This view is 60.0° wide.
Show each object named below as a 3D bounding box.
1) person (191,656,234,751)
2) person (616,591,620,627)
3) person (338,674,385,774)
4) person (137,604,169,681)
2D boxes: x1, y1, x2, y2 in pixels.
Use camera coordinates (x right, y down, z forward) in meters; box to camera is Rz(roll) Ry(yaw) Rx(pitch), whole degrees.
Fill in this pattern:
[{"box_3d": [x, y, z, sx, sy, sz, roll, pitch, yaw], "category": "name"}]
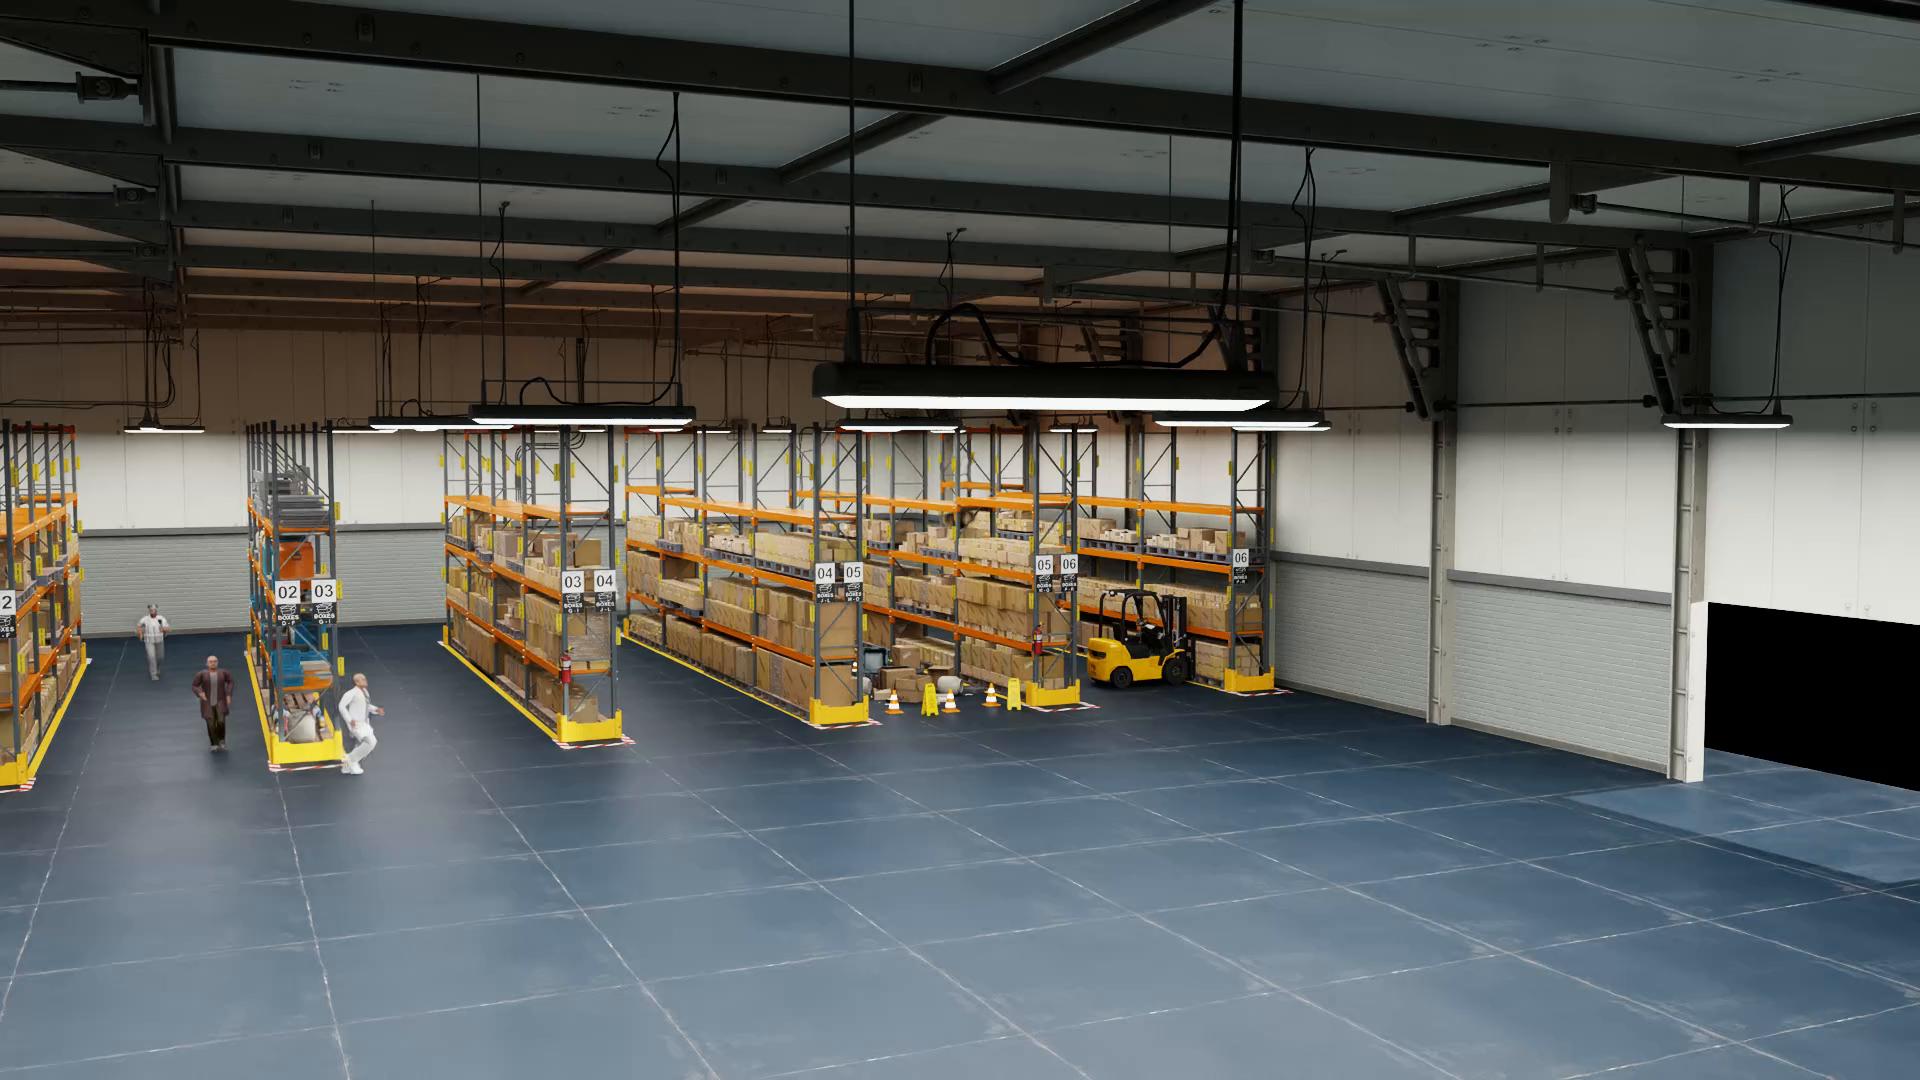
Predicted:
[{"box_3d": [-13.502, 2.967, 30.068, 0.714, 1.742, 0.635, -2, 4, -25], "category": "person"}, {"box_3d": [-10.182, 1.907, 48.496, 0.629, 1.614, 0.676, -3, 5, -43], "category": "person"}, {"box_3d": [-10.120, 3.204, 28.088, 0.756, 1.516, 0.668, 0, 4, 0], "category": "person"}, {"box_3d": [-18.941, 2.379, 39.084, 0.669, 1.758, 0.959, -3, 4, -36], "category": "person"}]
